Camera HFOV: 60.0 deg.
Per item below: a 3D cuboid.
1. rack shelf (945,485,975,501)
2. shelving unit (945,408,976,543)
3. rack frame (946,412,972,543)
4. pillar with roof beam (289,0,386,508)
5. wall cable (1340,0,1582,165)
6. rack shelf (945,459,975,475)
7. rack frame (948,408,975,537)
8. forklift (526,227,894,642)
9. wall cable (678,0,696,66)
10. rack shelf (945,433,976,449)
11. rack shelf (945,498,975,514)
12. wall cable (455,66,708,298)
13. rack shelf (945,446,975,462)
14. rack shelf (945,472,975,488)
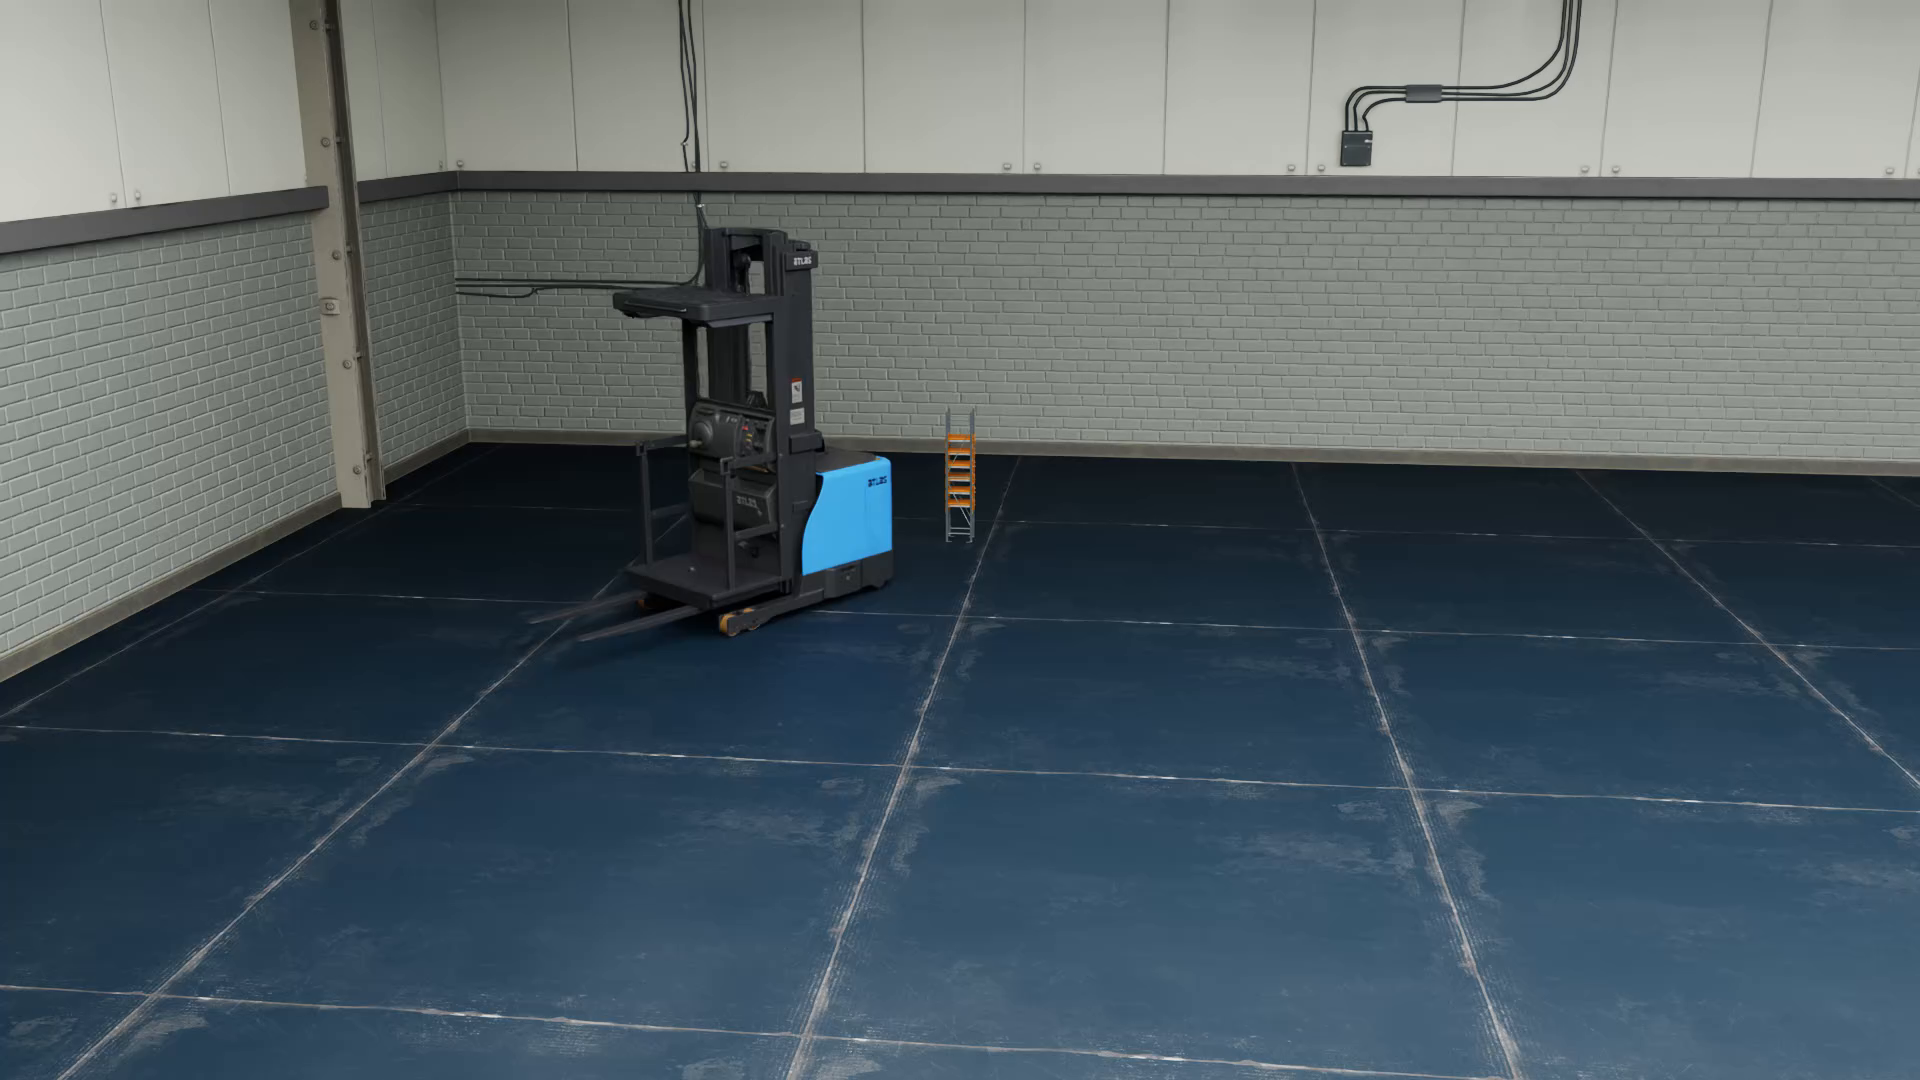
[{"bbox_3d":[0.002,-0.424,15.062,0.258,0.103,0.180,2,15,6],"label":"rack shelf"},{"bbox_3d":[0.002,-0.583,15.019,0.258,1.200,0.189,2,15,6],"label":"shelving unit"},{"bbox_3d":[-0.009,-0.559,14.932,0.240,1.200,0.006,2,15,6],"label":"rack frame"},{"bbox_3d":[-1.658,-4.587,14.885,9.100,9.000,0.400,2,15,6],"label":"pillar with roof beam"},{"bbox_3d":[5.142,-6.797,16.542,2.305,6.003,0.169,2,15,6],"label":"wall cable"},{"bbox_3d":[0.002,-0.656,15.000,0.258,0.103,0.180,2,15,6],"label":"rack shelf"},{"bbox_3d":[0.012,-0.607,15.107,0.240,1.200,0.006,2,15,6],"label":"rack frame"},{"bbox_3d":[-1.904,-0.842,12.660,1.130,2.935,3.031,13,20,40],"label":"forklift"},{"bbox_3d":[-1.601,-6.298,17.487,3.097,2.526,0.112,2,15,6],"label":"wall cable"},{"bbox_3d":[0.002,-0.888,14.937,0.258,0.103,0.180,2,15,6],"label":"rack shelf"},{"bbox_3d":[0.002,-0.308,15.094,0.258,0.103,0.180,2,15,6],"label":"rack shelf"},{"bbox_3d":[-4.289,-3.940,18.441,3.097,2.526,0.112,2,15,6],"label":"wall cable"},{"bbox_3d":[0.002,-0.772,14.968,0.258,0.103,0.180,2,15,6],"label":"rack shelf"},{"bbox_3d":[0.002,-0.540,15.031,0.258,0.103,0.180,2,15,6],"label":"rack shelf"}]
